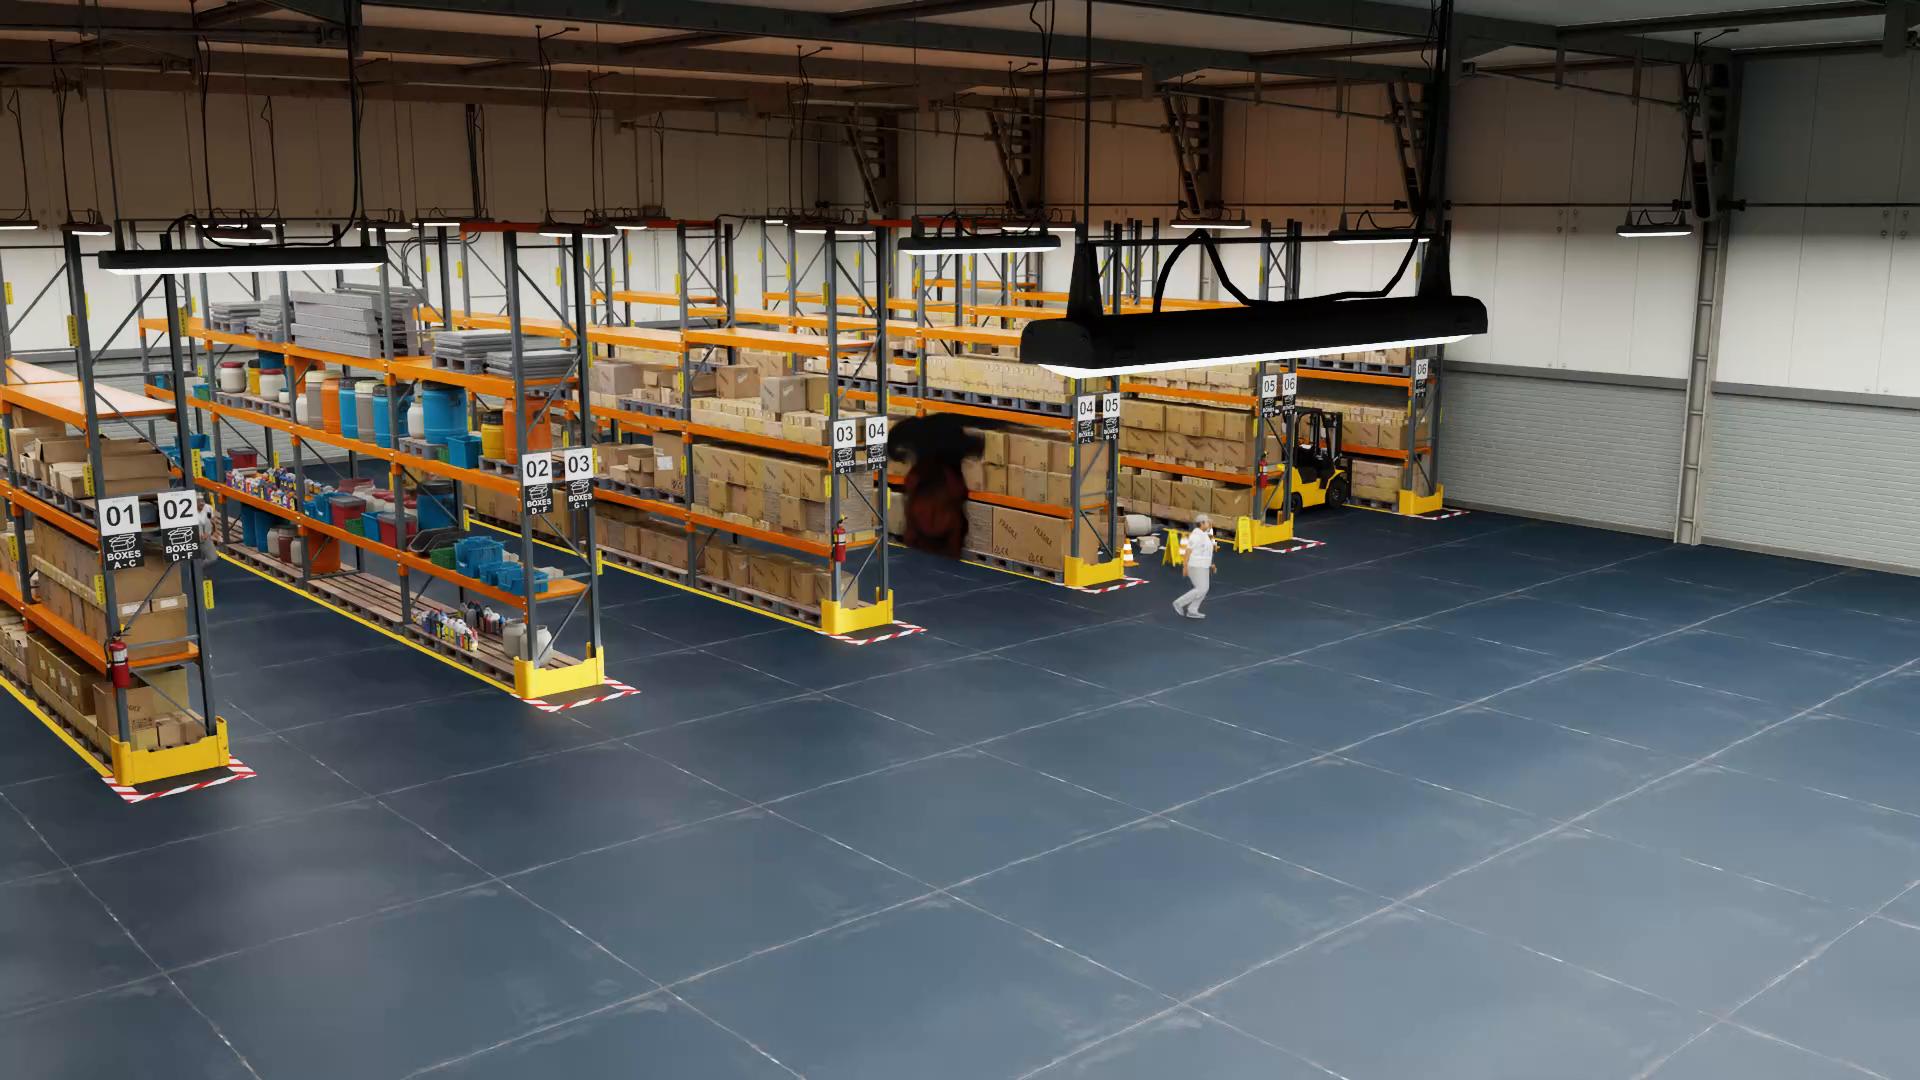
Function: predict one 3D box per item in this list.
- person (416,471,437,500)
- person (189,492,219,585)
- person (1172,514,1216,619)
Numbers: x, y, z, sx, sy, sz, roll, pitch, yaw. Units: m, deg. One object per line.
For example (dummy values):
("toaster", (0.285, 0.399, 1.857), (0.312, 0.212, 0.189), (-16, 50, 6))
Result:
("person", (-9.315, -0.360, 29.361), (0.856, 1.790, 0.618), (11, 16, 42))
("person", (-12.723, -0.021, 27.817), (0.788, 1.651, 0.656), (9, 14, 37))
("person", (3.620, 0.418, 25.684), (0.534, 1.631, 0.726), (6, 13, 26))
